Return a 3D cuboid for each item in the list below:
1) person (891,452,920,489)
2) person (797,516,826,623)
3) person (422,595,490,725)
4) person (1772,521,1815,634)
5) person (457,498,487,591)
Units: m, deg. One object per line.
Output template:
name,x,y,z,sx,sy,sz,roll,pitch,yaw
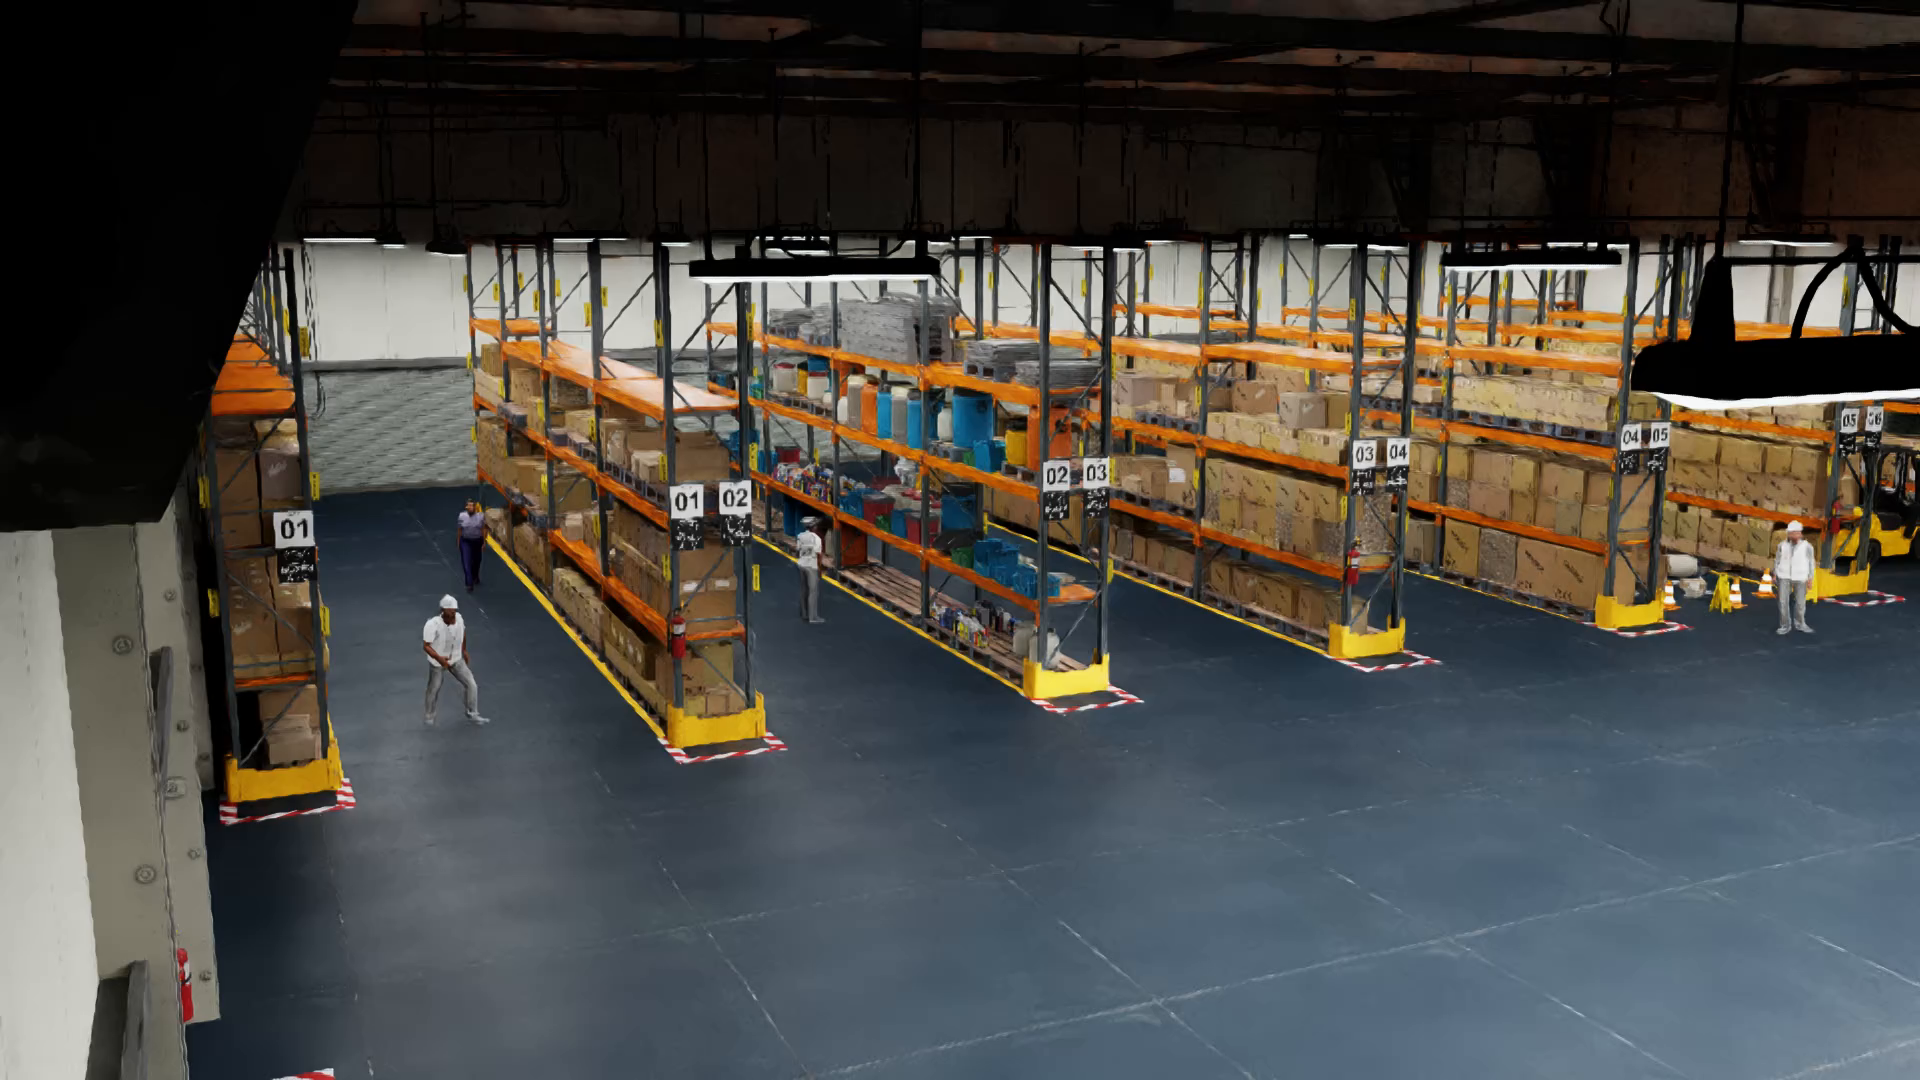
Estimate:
person,-1.172,-1.569,36.705,0.702,1.735,0.549,-5,12,-25
person,-2.360,0.462,26.331,0.507,1.666,0.416,8,13,35
person,-6.431,1.504,20.852,0.706,1.698,0.801,-10,15,-43
person,12.856,0.570,25.606,0.627,1.765,0.536,8,14,37
person,-8.406,0.044,28.723,0.479,1.550,1.072,-5,12,-25
